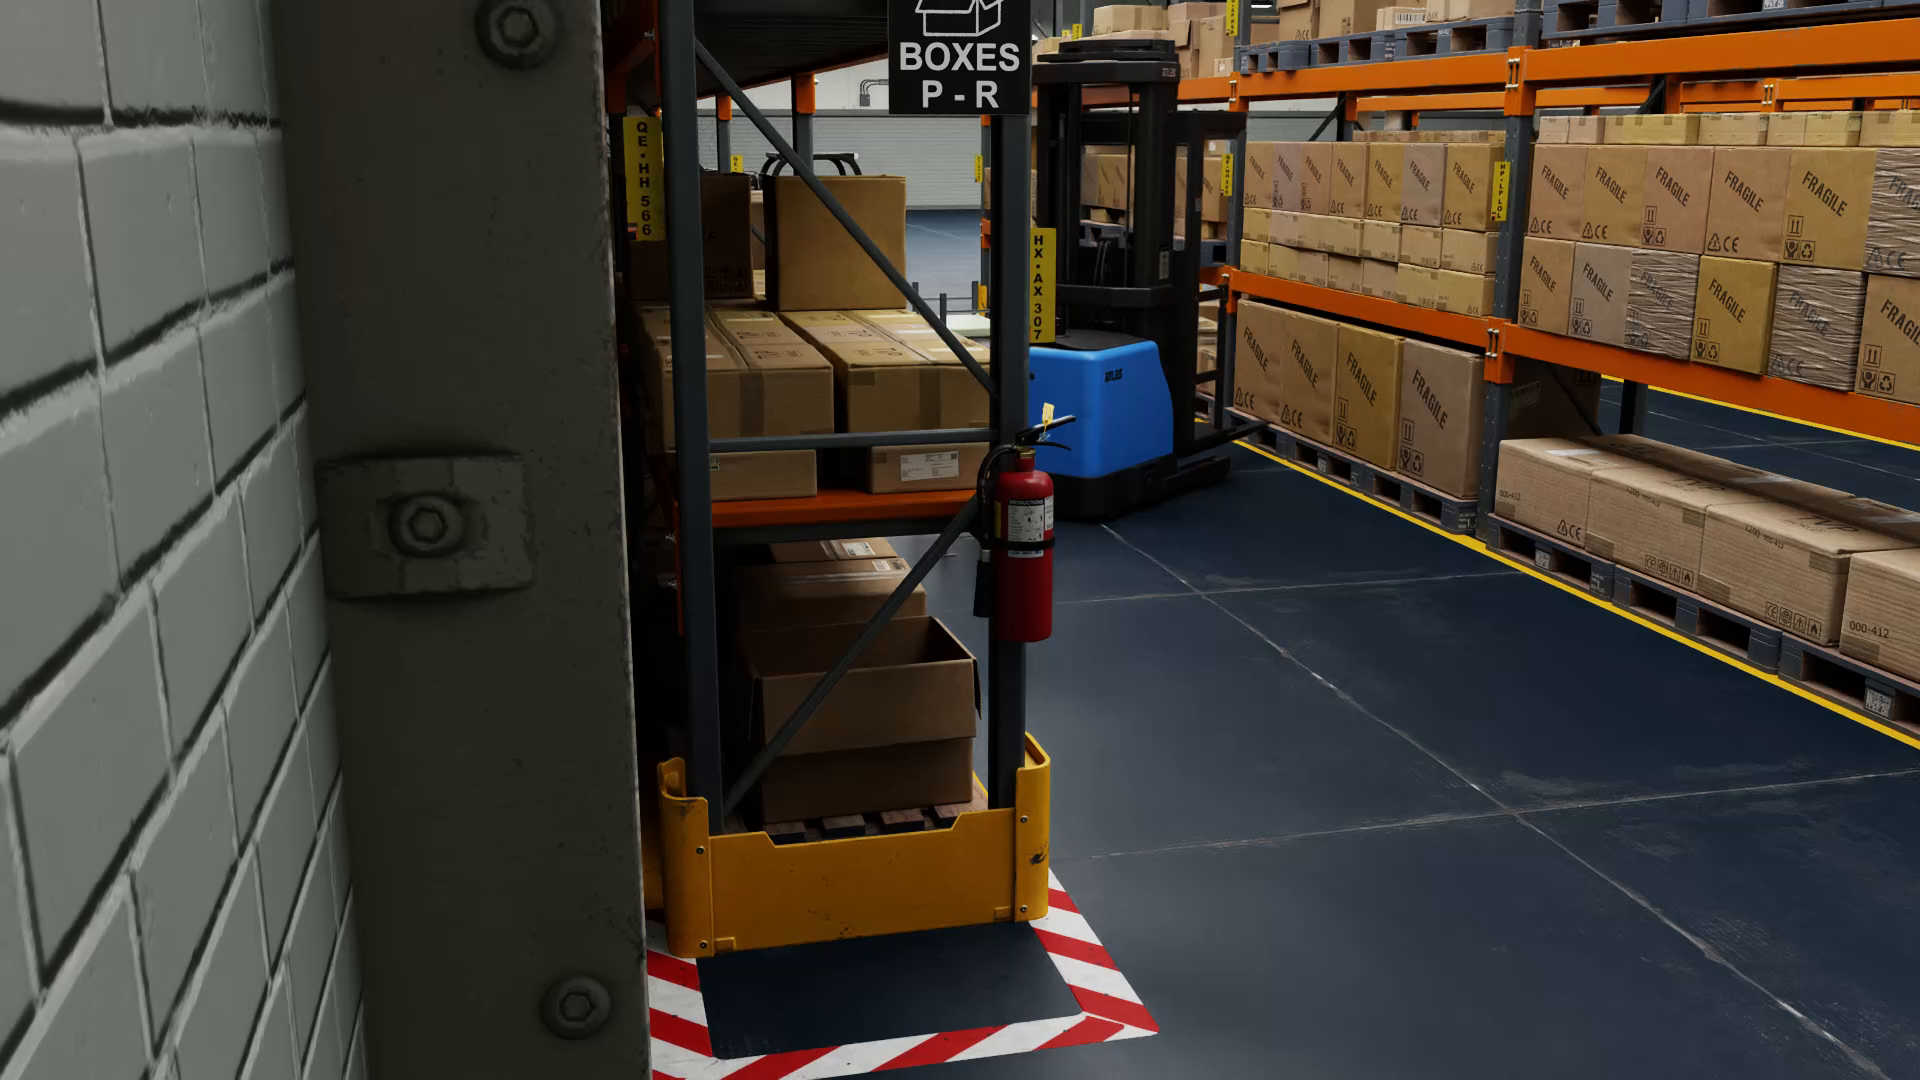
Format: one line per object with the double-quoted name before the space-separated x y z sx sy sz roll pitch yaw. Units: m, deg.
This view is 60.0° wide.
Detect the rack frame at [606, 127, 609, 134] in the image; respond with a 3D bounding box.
"rack frame" -3.120 -3.046 16.075 1.000 3.000 0.127 -3 14 -13

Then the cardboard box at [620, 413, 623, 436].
"cardboard box" -1.740 -0.690 9.447 0.380 0.149 0.250 -3 14 -13

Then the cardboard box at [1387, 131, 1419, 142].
"cardboard box" 5.820 -4.797 20.649 0.875 0.550 0.550 -3 14 -13

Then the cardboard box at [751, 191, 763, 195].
"cardboard box" -1.444 -1.878 10.197 0.700 0.500 0.500 -3 14 -13

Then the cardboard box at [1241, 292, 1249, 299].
"cardboard box" 3.638 -2.770 20.203 0.637 0.503 0.797 10 17 35

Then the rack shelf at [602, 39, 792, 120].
"rack shelf" -1.711 -2.770 10.138 1.077 0.370 4.000 -3 14 -13

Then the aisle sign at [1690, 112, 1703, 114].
"aisle sign" 10.091 -6.059 22.930 0.394 0.787 0.004 -3 14 -13

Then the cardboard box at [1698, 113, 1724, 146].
"cardboard box" 3.753 -1.948 7.897 0.380 0.149 0.250 -3 14 -13

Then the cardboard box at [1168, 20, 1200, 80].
"cardboard box" 2.257 -4.258 14.499 0.797 0.503 0.637 -3 14 -13

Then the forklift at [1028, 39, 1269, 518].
"forklift" 1.237 -1.858 11.355 1.130 2.935 3.031 9 16 33

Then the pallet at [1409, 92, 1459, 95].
"pallet" 5.736 -5.789 21.169 1.003 0.211 1.213 -3 14 -13

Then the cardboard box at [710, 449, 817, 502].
"cardboard box" -0.641 -0.217 5.025 0.380 0.149 0.250 -3 14 -14

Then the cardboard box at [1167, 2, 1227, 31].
"cardboard box" 2.225 -4.794 15.287 0.500 0.250 0.500 -3 14 -12

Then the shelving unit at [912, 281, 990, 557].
"shelving unit" -0.002 -0.730 9.755 0.431 1.500 0.755 -3 14 -13

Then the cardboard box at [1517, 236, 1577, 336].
"cardboard box" 3.438 -1.404 9.142 0.500 0.500 0.500 -3 14 -11

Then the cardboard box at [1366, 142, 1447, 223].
"cardboard box" 3.005 -2.338 10.861 0.500 0.500 0.500 -3 14 -11

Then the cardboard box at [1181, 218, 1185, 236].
"cardboard box" 2.101 -2.659 14.134 0.380 0.149 0.250 -3 14 -14

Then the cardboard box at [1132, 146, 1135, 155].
"cardboard box" 1.826 -3.663 15.510 0.380 0.149 0.250 -2 14 -10

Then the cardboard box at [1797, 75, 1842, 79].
"cardboard box" 7.306 -4.059 13.691 0.500 0.500 0.500 -3 14 -13

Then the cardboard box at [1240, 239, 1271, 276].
"cardboard box" 2.513 -2.201 12.932 0.500 0.250 0.500 -4 14 -14

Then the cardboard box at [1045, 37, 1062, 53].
"cardboard box" 1.119 -5.280 17.748 0.380 0.149 0.250 -3 14 -12

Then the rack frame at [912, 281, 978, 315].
"rack frame" -0.088 -0.815 10.101 0.400 1.500 0.023 -3 14 -13

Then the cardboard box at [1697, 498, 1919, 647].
"cardboard box" 4.047 0.128 7.596 0.875 0.438 0.875 -3 14 -12

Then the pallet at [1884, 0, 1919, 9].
"pallet" 4.337 -2.140 6.232 1.003 0.211 1.213 -3 14 -13

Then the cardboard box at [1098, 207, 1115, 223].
"cardboard box" 1.576 -3.202 16.359 0.380 0.149 0.250 -3 14 -12

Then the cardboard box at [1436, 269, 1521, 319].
"cardboard box" 3.232 -1.495 10.040 0.500 0.250 0.500 -4 14 -15

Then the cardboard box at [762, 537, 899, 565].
"cardboard box" -0.544 0.259 6.928 0.500 0.500 0.500 -3 14 -12

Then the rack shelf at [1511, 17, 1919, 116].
"rack shelf" 4.052 -2.124 7.497 1.077 0.370 4.000 -3 14 -13

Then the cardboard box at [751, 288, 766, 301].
"cardboard box" -0.648 -0.938 7.134 0.500 0.250 0.500 -3 14 -14

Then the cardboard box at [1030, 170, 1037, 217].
"cardboard box" 0.979 -3.961 18.982 0.500 0.500 0.500 -4 14 -14

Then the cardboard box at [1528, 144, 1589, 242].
"cardboard box" 3.459 -1.889 9.021 0.500 0.500 0.500 -3 14 -13

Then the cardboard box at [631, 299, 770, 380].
"cardboard box" -1.022 -0.795 6.549 0.500 0.250 0.500 -3 14 -13

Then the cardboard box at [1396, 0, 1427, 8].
"cardboard box" 3.339 -3.720 11.418 0.500 0.500 0.500 -3 14 -13

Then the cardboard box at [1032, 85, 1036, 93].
"cardboard box" 0.935 -5.130 18.815 0.380 0.149 0.250 -4 14 -15

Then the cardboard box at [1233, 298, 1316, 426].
"cardboard box" 2.725 -1.409 12.965 0.875 0.875 0.875 -3 14 -14

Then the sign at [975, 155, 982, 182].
"sign" 0.237 -4.637 20.761 0.100 0.325 0.005 -3 14 -13

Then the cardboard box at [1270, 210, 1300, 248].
"cardboard box" 2.642 -2.321 12.369 0.500 0.250 0.500 -3 14 -12

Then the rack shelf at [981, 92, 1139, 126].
"rack shelf" 1.234 -4.893 18.829 1.077 0.370 4.000 -3 14 -13

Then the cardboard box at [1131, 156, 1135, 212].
"cardboard box" 1.887 -3.248 15.180 0.500 0.500 0.500 -4 14 -15

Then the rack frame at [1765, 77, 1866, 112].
"rack frame" 7.431 -2.700 14.658 1.000 3.000 0.127 -3 14 -13

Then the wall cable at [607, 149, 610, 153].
"wall cable" -11.225 -12.838 50.056 3.097 2.526 0.112 -3 14 -13

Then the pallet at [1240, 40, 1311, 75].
"pallet" 2.846 -3.621 12.504 1.213 0.211 1.003 -3 14 -11

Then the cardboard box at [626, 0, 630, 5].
"cardboard box" -0.984 -1.970 5.880 0.380 0.149 0.250 -3 14 -14

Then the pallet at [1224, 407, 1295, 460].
"pallet" 2.755 -0.860 13.003 1.003 0.211 1.213 -3 14 -13

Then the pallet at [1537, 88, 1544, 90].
"pallet" 6.309 -5.226 18.865 1.003 0.211 1.213 -3 14 -13

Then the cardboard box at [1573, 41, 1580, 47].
"cardboard box" 6.391 -5.114 17.407 0.258 0.266 0.396 -4 14 -14

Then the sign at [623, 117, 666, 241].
"sign" -0.846 -0.967 4.461 0.100 0.325 0.005 -3 14 -13

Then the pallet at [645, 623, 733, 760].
"pallet" -0.791 0.595 7.049 1.003 0.211 1.213 -3 14 -13

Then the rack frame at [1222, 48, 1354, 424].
"rack frame" 2.643 -2.401 13.434 1.000 3.000 0.127 -3 14 -13
